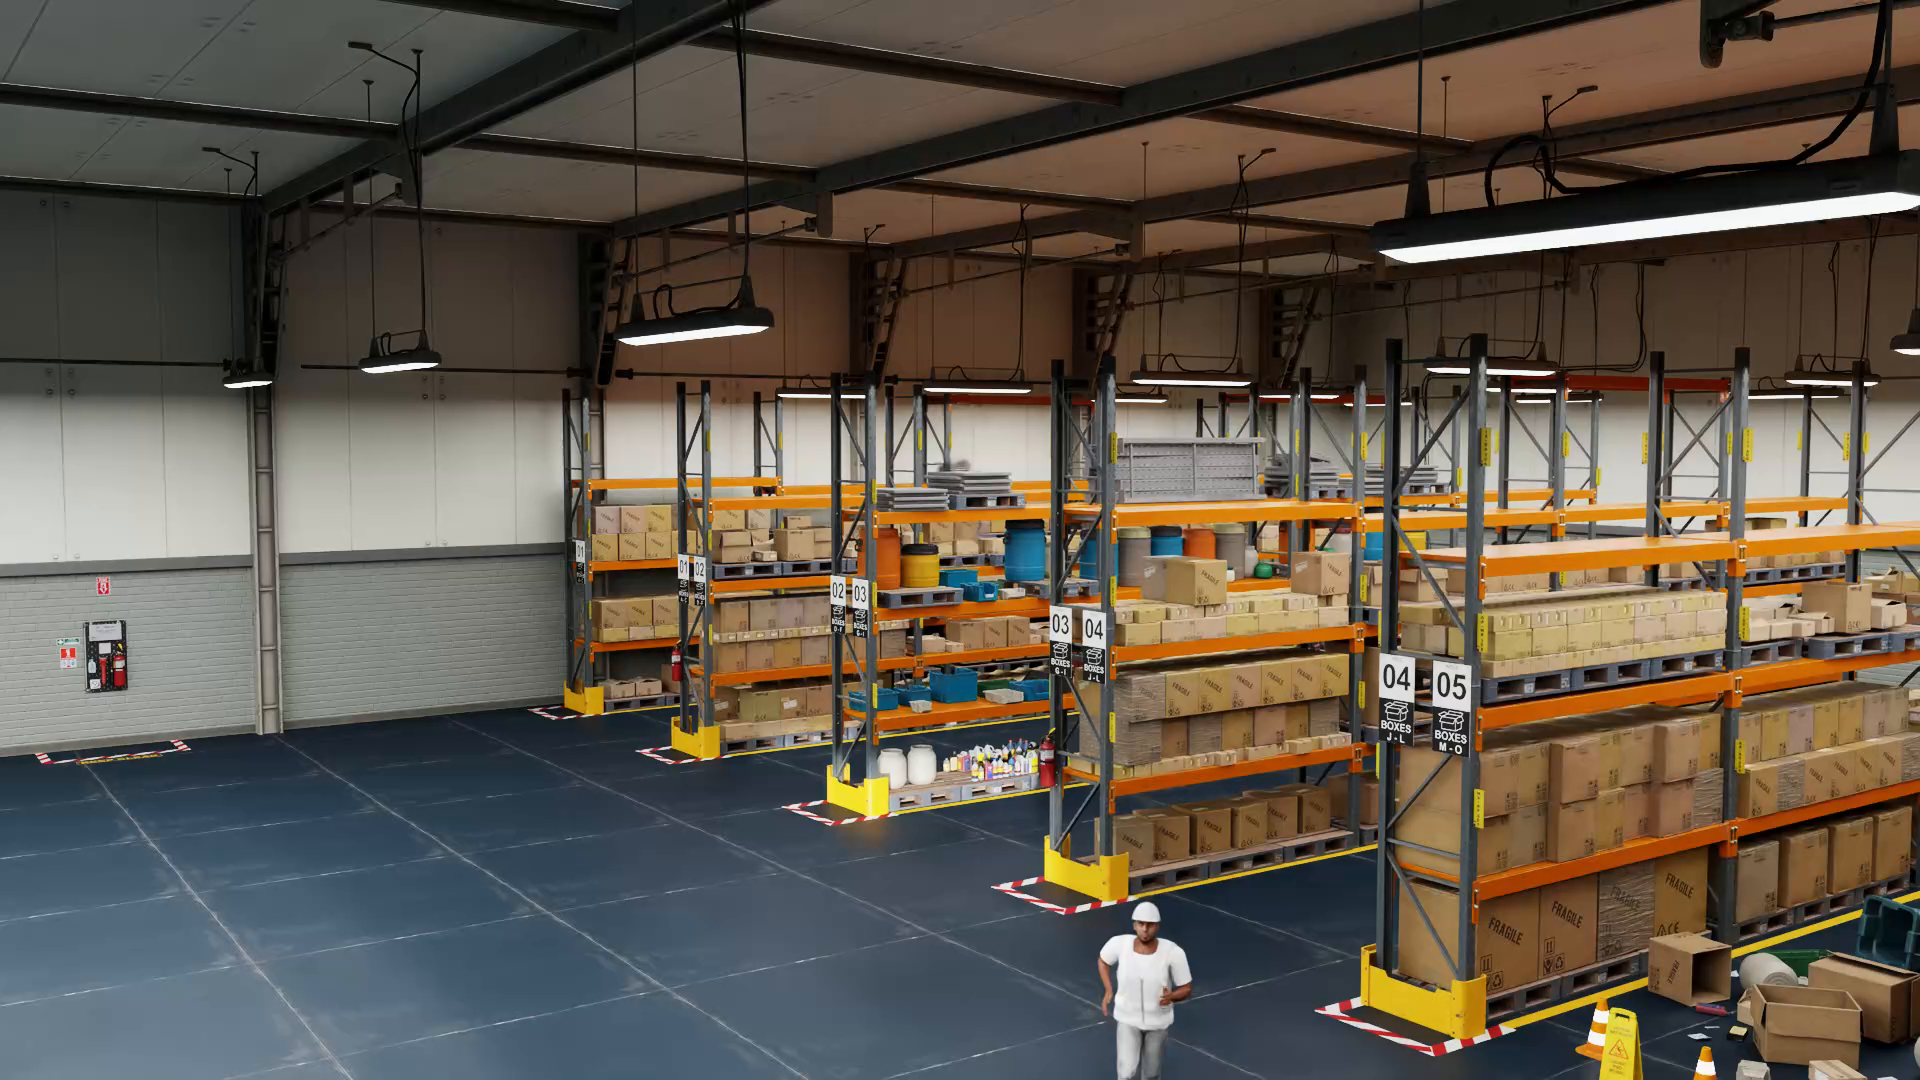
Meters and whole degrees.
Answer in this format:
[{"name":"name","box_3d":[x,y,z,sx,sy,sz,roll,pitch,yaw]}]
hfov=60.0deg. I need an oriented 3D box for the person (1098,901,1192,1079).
[{"name":"person","box_3d":[1.333,3.515,12.021,0.674,1.832,0.785,0,4,5]}]
